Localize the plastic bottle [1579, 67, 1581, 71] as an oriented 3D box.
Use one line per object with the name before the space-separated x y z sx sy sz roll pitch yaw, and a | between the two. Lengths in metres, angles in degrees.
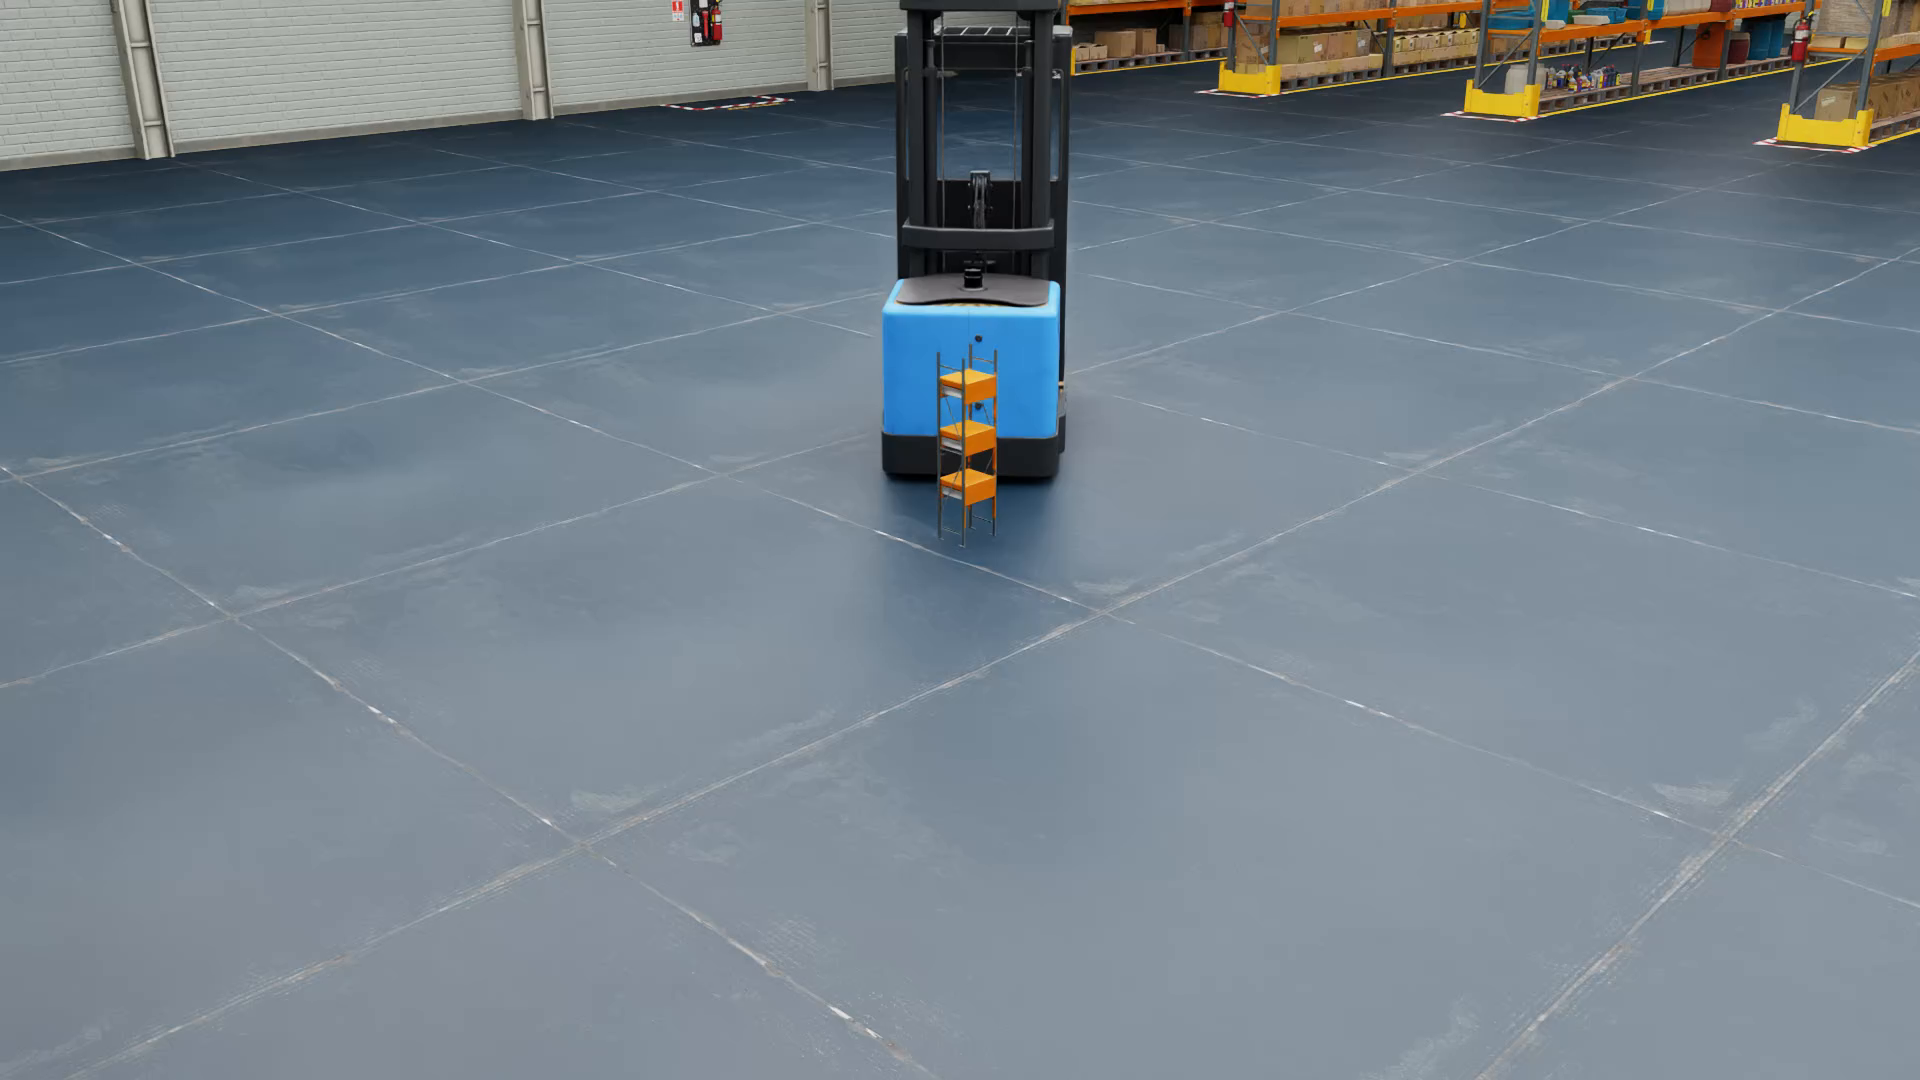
plastic bottle | 10.966 -8.242 29.511 0.061 0.283 0.133 19 28 41

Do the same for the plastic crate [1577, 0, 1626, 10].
plastic crate | 11.176 -9.262 29.077 0.767 0.338 0.504 19 28 41

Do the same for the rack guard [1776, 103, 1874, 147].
rack guard | 12.443 -5.979 23.932 1.175 0.500 0.348 19 28 41

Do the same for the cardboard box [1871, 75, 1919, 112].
cardboard box | 14.479 -6.941 25.852 0.500 0.500 0.500 -11 23 -25

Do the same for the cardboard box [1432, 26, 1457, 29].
cardboard box | 10.300 -10.776 35.395 0.500 0.311 0.500 -19 28 -40

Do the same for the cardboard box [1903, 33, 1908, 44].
cardboard box | 13.627 -7.345 24.354 0.380 0.149 0.250 19 28 41

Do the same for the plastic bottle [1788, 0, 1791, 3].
plastic bottle | 16.914 -11.116 33.988 0.152 0.276 0.135 19 28 41

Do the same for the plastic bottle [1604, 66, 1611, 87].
plastic bottle | 11.255 -8.076 28.983 0.144 0.351 0.185 18 27 38

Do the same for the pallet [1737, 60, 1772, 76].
pallet | 15.793 -9.645 33.875 1.003 0.211 1.213 19 28 41

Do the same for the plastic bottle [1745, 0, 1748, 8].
plastic bottle | 15.278 -10.513 32.419 0.152 0.276 0.135 19 28 41

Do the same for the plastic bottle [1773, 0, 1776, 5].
plastic bottle | 16.307 -10.892 33.405 0.152 0.276 0.135 19 28 41

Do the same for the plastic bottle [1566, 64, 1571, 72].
plastic bottle | 10.771 -8.259 29.460 0.185 0.351 0.144 -19 28 -41

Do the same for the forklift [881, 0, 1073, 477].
forklift | 0.160 -2.226 10.781 1.130 2.935 3.031 2 21 4

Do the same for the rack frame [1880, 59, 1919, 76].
rack frame | 15.181 -8.154 26.108 1.000 3.000 0.127 19 28 41

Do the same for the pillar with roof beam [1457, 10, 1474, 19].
pillar with roof beam | 17.253 -17.591 42.299 9.100 9.000 0.400 19 28 41

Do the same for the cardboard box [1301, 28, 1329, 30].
cardboard box | 6.840 -9.599 32.070 0.500 0.500 0.500 19 28 41

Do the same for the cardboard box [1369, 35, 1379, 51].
cardboard box | 8.163 -9.985 33.336 0.500 0.311 0.500 19 28 41

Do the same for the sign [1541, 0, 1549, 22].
sign | 9.233 -8.356 26.248 0.100 0.325 0.005 19 28 41

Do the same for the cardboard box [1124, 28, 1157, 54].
cardboard box | 3.838 -10.635 35.434 0.500 0.500 0.500 17 27 37

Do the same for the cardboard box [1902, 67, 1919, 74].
cardboard box | 15.624 -7.345 26.874 0.700 0.500 0.500 17 27 37

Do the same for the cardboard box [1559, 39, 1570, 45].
cardboard box | 13.527 -11.531 37.765 0.500 0.500 0.500 19 28 40

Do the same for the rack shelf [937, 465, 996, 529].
rack shelf | 0.037 -0.234 9.026 0.215 0.259 0.240 19 28 41

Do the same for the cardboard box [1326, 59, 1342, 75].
cardboard box | 6.876 -8.986 31.520 0.500 0.250 0.500 19 28 41

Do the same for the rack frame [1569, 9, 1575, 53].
rack frame | 13.666 -12.691 37.912 1.000 3.000 0.127 19 28 41

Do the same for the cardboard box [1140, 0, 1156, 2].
cardboard box | 3.727 -11.356 34.619 0.500 0.250 0.500 19 28 40

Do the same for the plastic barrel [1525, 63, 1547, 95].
plastic barrel | 9.595 -7.717 27.854 0.421 0.512 0.421 0 21 0

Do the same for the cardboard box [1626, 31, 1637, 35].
cardboard box | 16.254 -12.556 40.432 0.500 0.500 0.500 19 28 41

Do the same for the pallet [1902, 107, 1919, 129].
pallet | 14.737 -6.671 26.136 1.003 0.211 1.213 19 28 41

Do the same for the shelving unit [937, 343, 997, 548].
shelving unit | 0.037 -0.504 8.922 0.215 1.050 0.252 19 28 41

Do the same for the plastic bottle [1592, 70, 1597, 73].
plastic bottle | 11.132 -8.071 29.076 0.152 0.276 0.135 19 28 41

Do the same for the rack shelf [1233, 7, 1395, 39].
rack shelf | 6.690 -9.784 31.353 1.077 0.370 4.000 19 28 41

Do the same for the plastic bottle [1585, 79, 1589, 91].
plastic bottle | 10.707 -7.792 28.453 0.097 0.201 0.097 0 21 0

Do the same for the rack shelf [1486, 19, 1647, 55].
rack shelf | 10.237 -8.544 28.125 1.077 0.370 4.000 19 28 41

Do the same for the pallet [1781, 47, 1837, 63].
pallet | 18.549 -10.662 36.521 1.003 0.211 1.213 19 28 41

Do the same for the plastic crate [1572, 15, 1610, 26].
plastic crate | 10.681 -8.790 28.130 0.530 0.136 0.437 19 28 41

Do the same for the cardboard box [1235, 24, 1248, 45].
cardboard box | 6.090 -11.504 37.694 0.700 0.500 0.500 19 28 40

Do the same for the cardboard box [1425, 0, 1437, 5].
cardboard box | 9.350 -11.139 33.734 0.500 0.500 0.500 19 28 41

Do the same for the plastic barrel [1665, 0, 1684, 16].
plastic barrel | 12.968 -9.837 30.297 0.433 0.535 0.433 0 21 0

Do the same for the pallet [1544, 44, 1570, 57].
pallet | 13.126 -11.171 37.843 1.003 0.211 1.213 19 28 41

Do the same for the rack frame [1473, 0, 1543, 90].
rack frame | 8.841 -8.365 26.658 1.000 3.000 0.127 19 28 41

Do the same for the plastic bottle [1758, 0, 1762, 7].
plastic bottle | 15.795 -10.683 32.851 0.061 0.283 0.133 19 28 41

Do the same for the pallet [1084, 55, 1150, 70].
pallet | 3.239 -10.075 34.993 1.003 0.211 1.213 19 28 41

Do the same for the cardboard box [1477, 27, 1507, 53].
cardboard box | 11.398 -10.747 35.724 0.500 0.500 0.500 -19 28 -40

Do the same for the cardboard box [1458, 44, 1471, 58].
cardboard box | 10.327 -10.246 34.797 0.500 0.250 0.500 19 28 40

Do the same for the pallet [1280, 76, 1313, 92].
pallet | 5.799 -8.512 30.925 1.003 0.211 1.213 19 28 41

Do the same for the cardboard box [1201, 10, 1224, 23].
cardboard box | 5.700 -11.704 37.170 0.500 0.250 0.500 18 28 39

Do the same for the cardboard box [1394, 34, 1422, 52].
cardboard box | 8.905 -9.980 33.324 0.500 0.311 0.500 19 28 40

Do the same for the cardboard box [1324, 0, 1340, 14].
cardboard box | 6.708 -10.168 31.209 0.500 0.500 0.700 -19 28 -40

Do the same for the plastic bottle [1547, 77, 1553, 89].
plastic bottle | 10.203 -7.914 28.770 0.097 0.201 0.097 0 21 0

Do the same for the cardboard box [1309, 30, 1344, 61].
cardboard box | 6.877 -9.336 31.385 0.500 0.500 0.500 19 28 41

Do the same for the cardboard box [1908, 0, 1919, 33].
cardboard box | 13.793 -7.848 24.757 0.875 0.500 0.500 19 28 41

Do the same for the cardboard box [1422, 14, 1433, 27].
cardboard box | 11.789 -13.524 42.978 0.700 0.500 0.500 18 27 39
